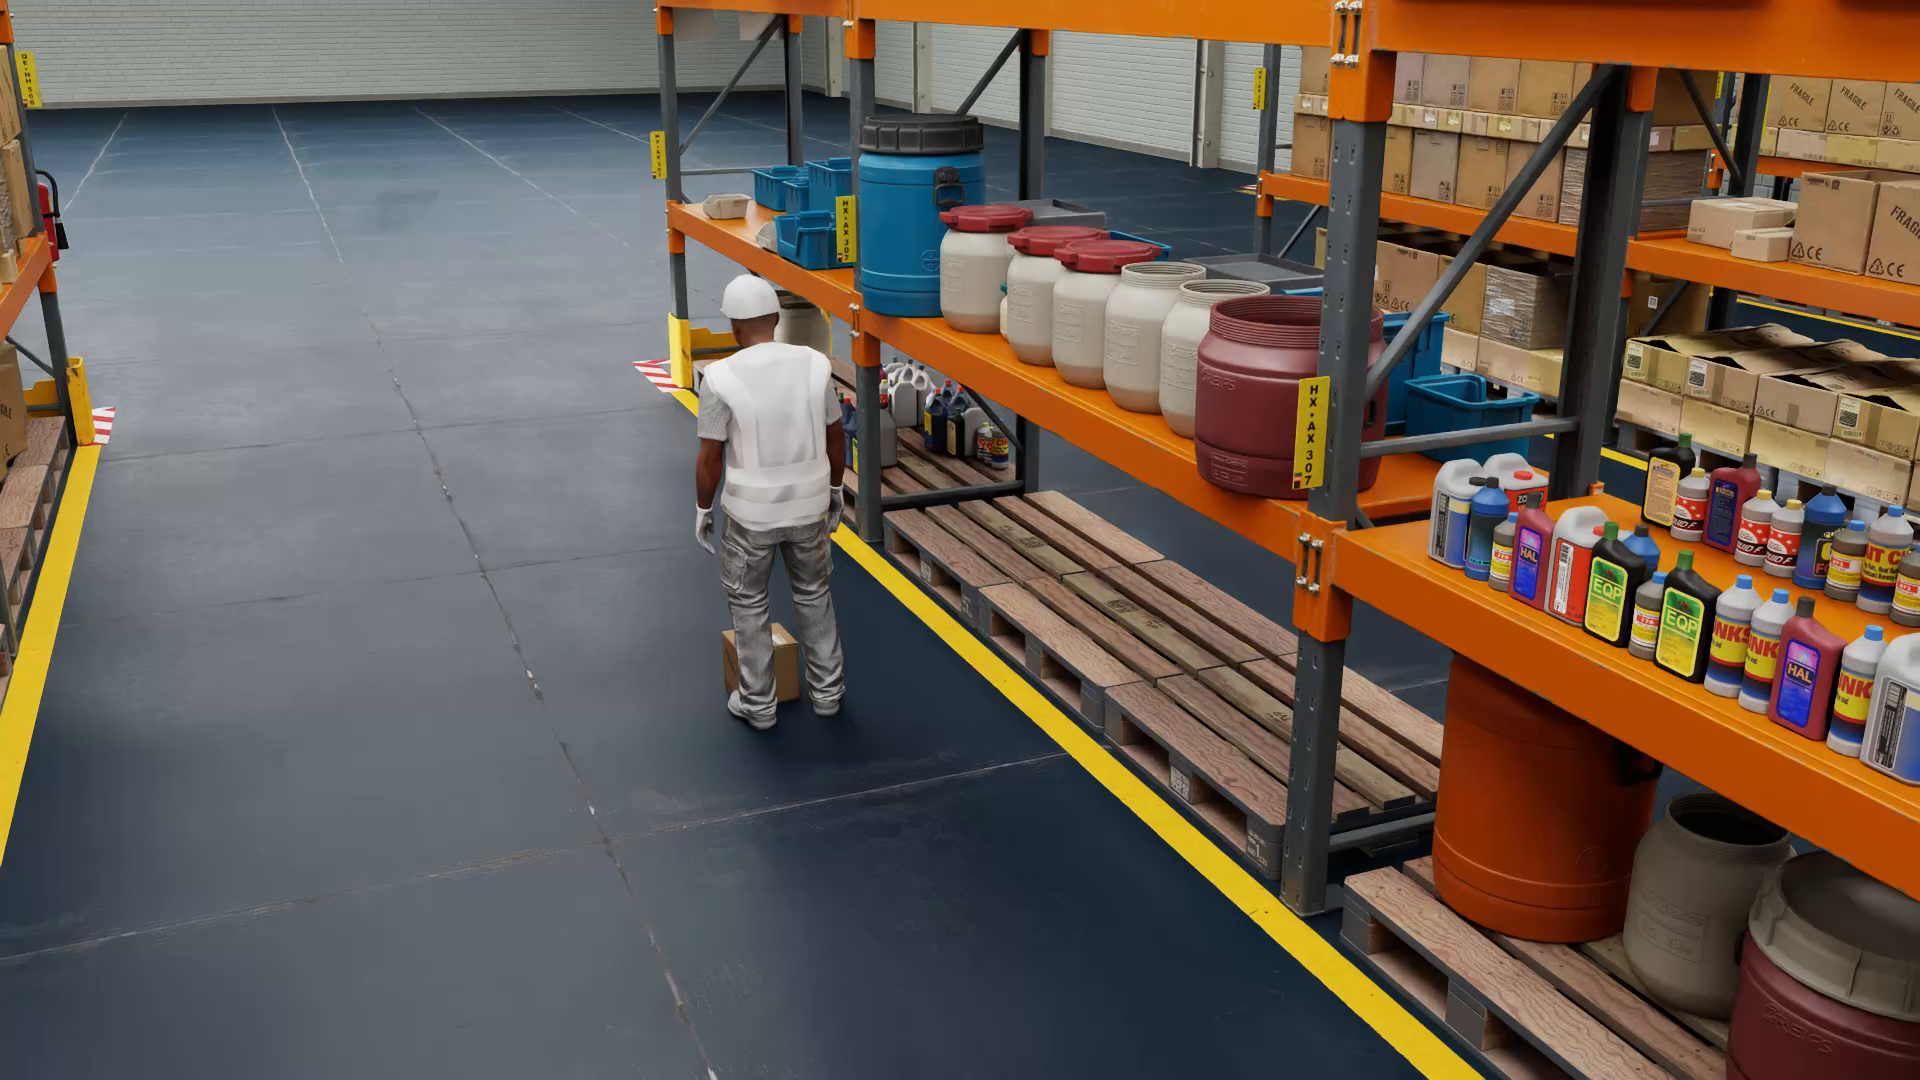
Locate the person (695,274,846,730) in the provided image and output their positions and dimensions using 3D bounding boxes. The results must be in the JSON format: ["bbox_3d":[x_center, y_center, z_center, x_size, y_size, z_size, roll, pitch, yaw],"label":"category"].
[{"bbox_3d":[-0.730,-0.135,6.447,0.623,1.773,0.451,-9,21,-25],"label":"person"}]
